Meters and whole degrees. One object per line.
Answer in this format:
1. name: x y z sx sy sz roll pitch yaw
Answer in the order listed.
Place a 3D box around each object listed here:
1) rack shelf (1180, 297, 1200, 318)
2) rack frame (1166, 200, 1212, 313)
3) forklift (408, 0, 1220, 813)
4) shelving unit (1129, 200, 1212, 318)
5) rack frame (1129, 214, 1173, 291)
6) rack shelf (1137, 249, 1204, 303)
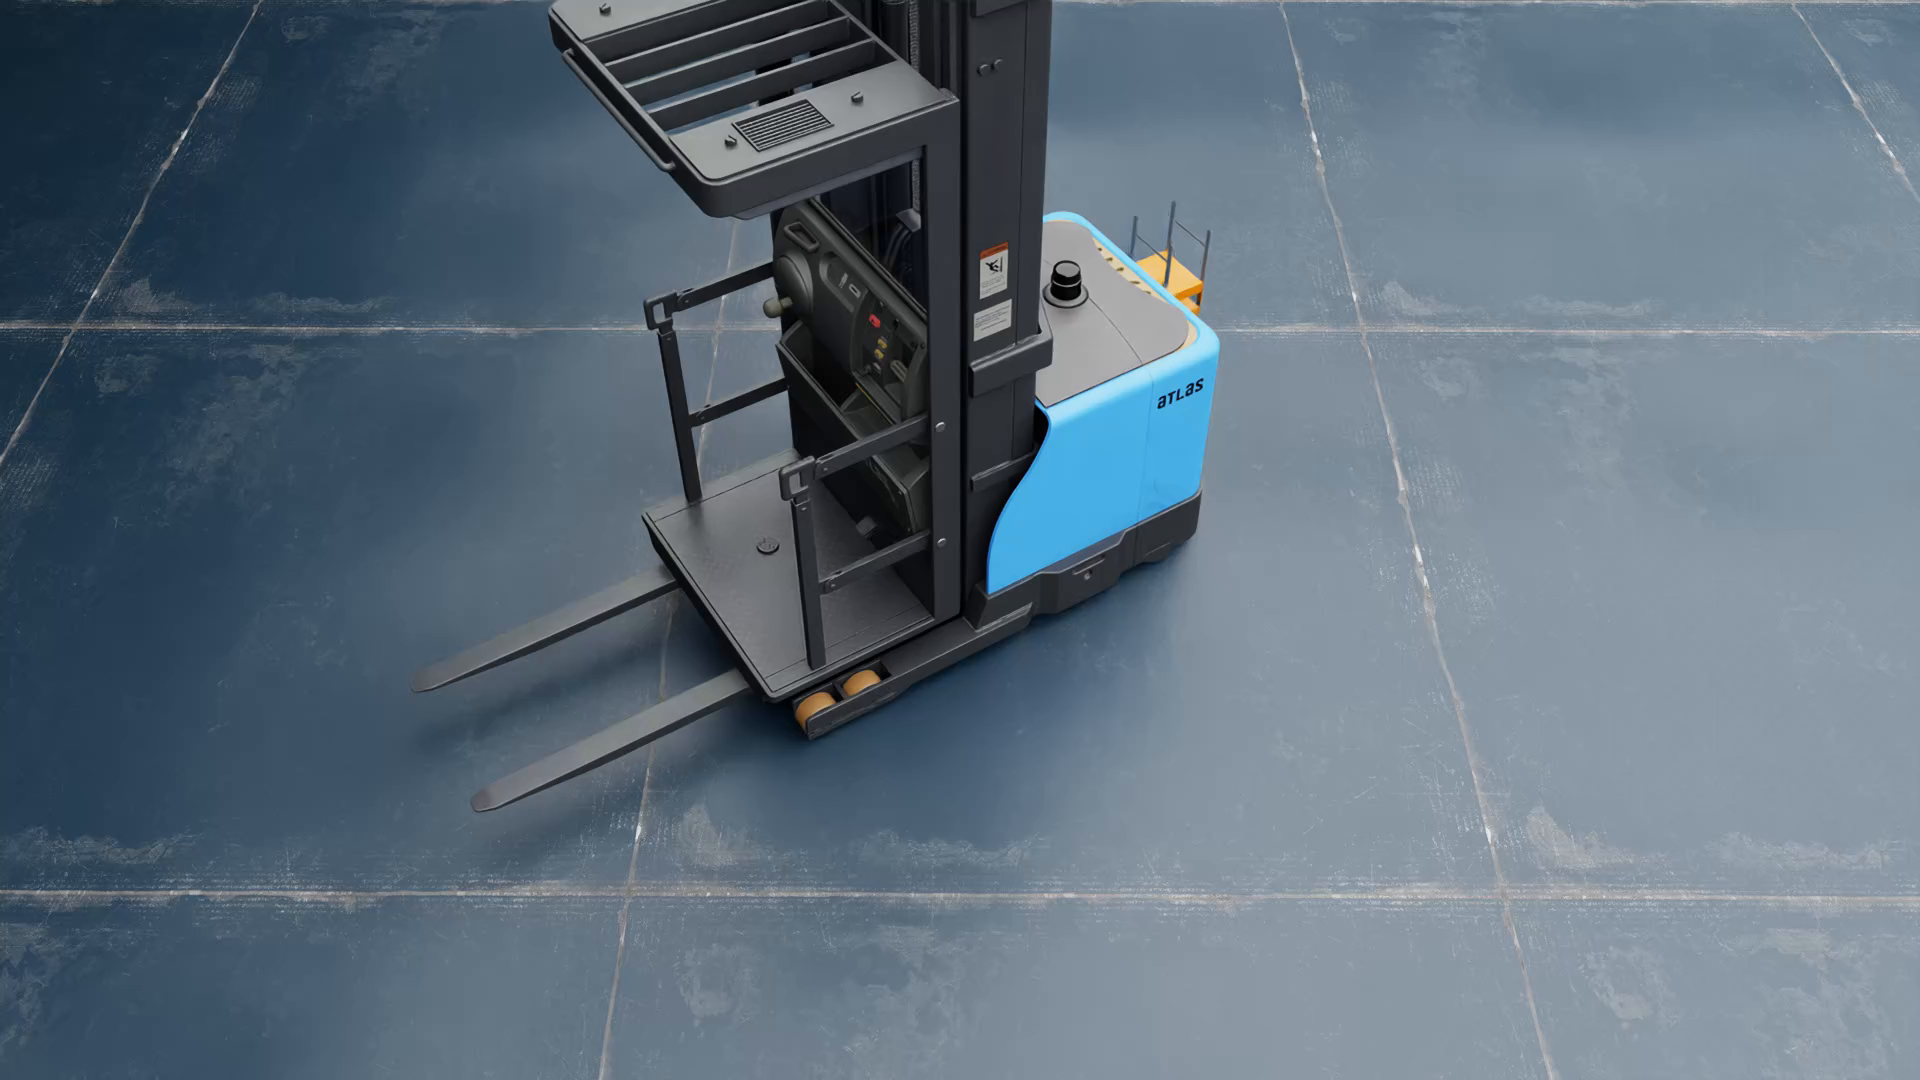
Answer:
1. rack shelf: 0.801 -0.926 6.604 0.180 0.103 0.258 -24 52 -22
2. rack frame: 0.876 -0.826 6.780 0.006 1.200 0.240 -24 52 -22
3. forklift: -0.551 -0.720 5.498 3.031 2.935 1.130 -25 52 -21
4. shelving unit: 0.798 -0.791 6.745 0.189 1.200 0.258 -24 52 -22
5. rack frame: 0.721 -0.757 6.711 0.006 1.200 0.240 -24 52 -22
6. rack shelf: 0.803 -1.009 6.517 0.180 0.103 0.258 -24 52 -22
